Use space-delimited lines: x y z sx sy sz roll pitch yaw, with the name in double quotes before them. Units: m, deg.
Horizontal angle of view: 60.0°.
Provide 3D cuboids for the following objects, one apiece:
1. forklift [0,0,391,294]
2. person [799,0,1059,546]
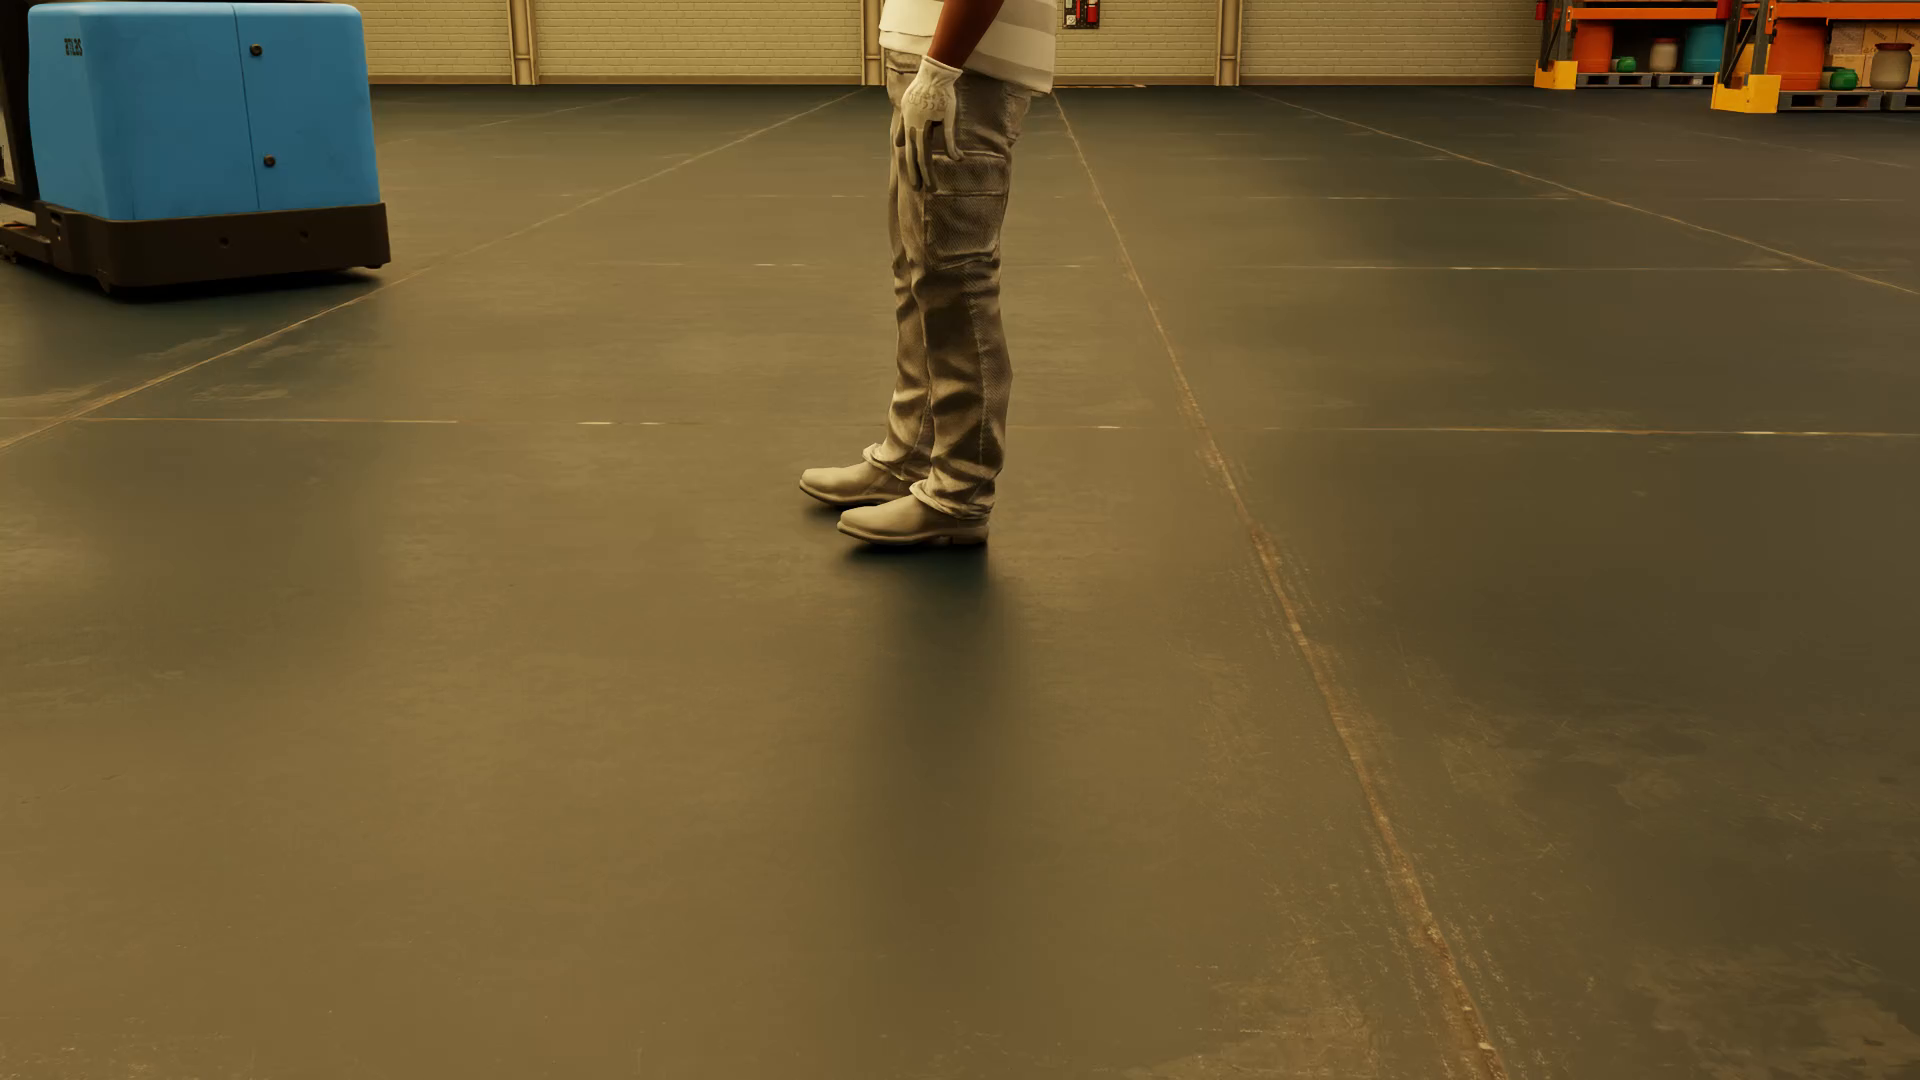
"forklift" -3.669 -2.691 7.095 1.130 2.935 3.031 -15 22 -39
"person" -0.071 -0.862 3.116 0.577 1.782 0.656 1 17 2
